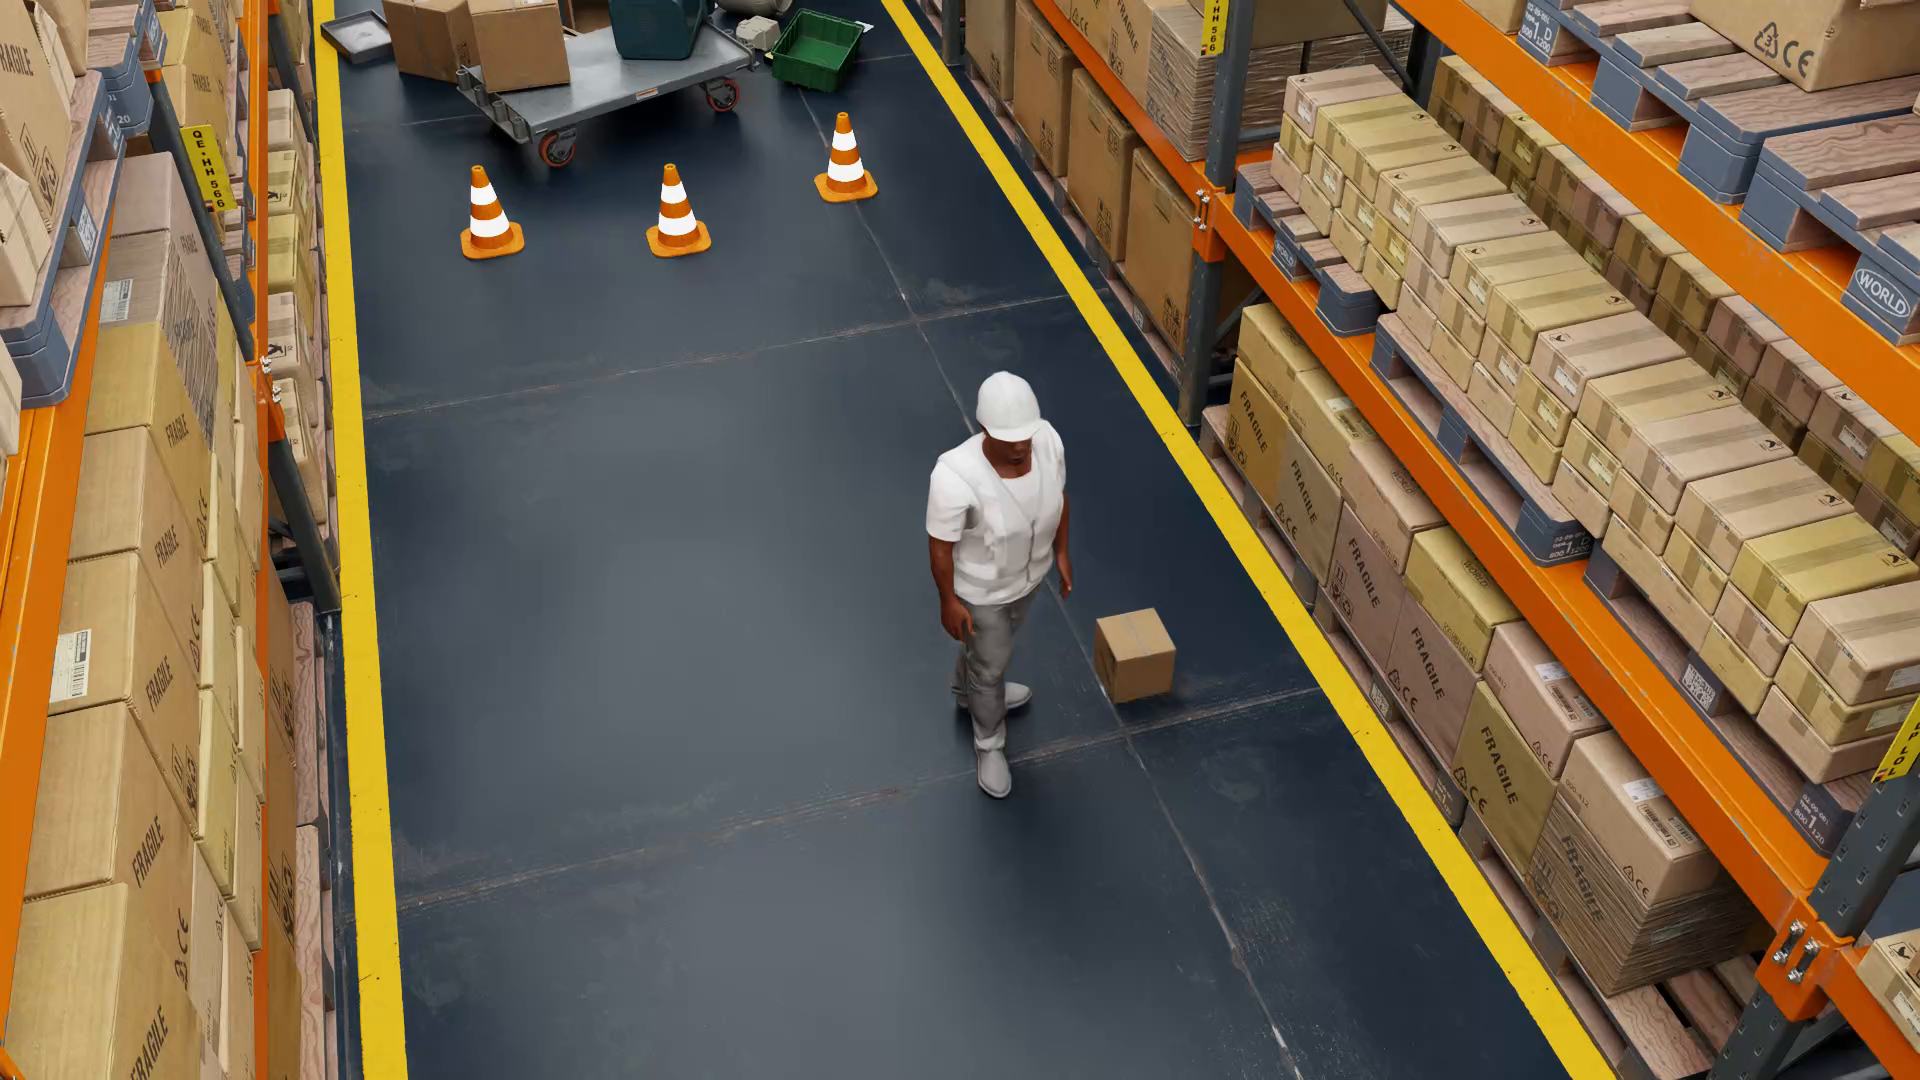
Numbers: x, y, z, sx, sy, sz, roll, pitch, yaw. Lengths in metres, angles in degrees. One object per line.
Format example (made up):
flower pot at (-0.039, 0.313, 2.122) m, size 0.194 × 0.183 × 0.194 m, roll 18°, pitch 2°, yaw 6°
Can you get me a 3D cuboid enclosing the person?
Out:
person at (0.148, 0.143, 5.980) m, size 0.577 × 1.767 × 0.554 m, roll -28°, pitch 49°, yaw -28°
